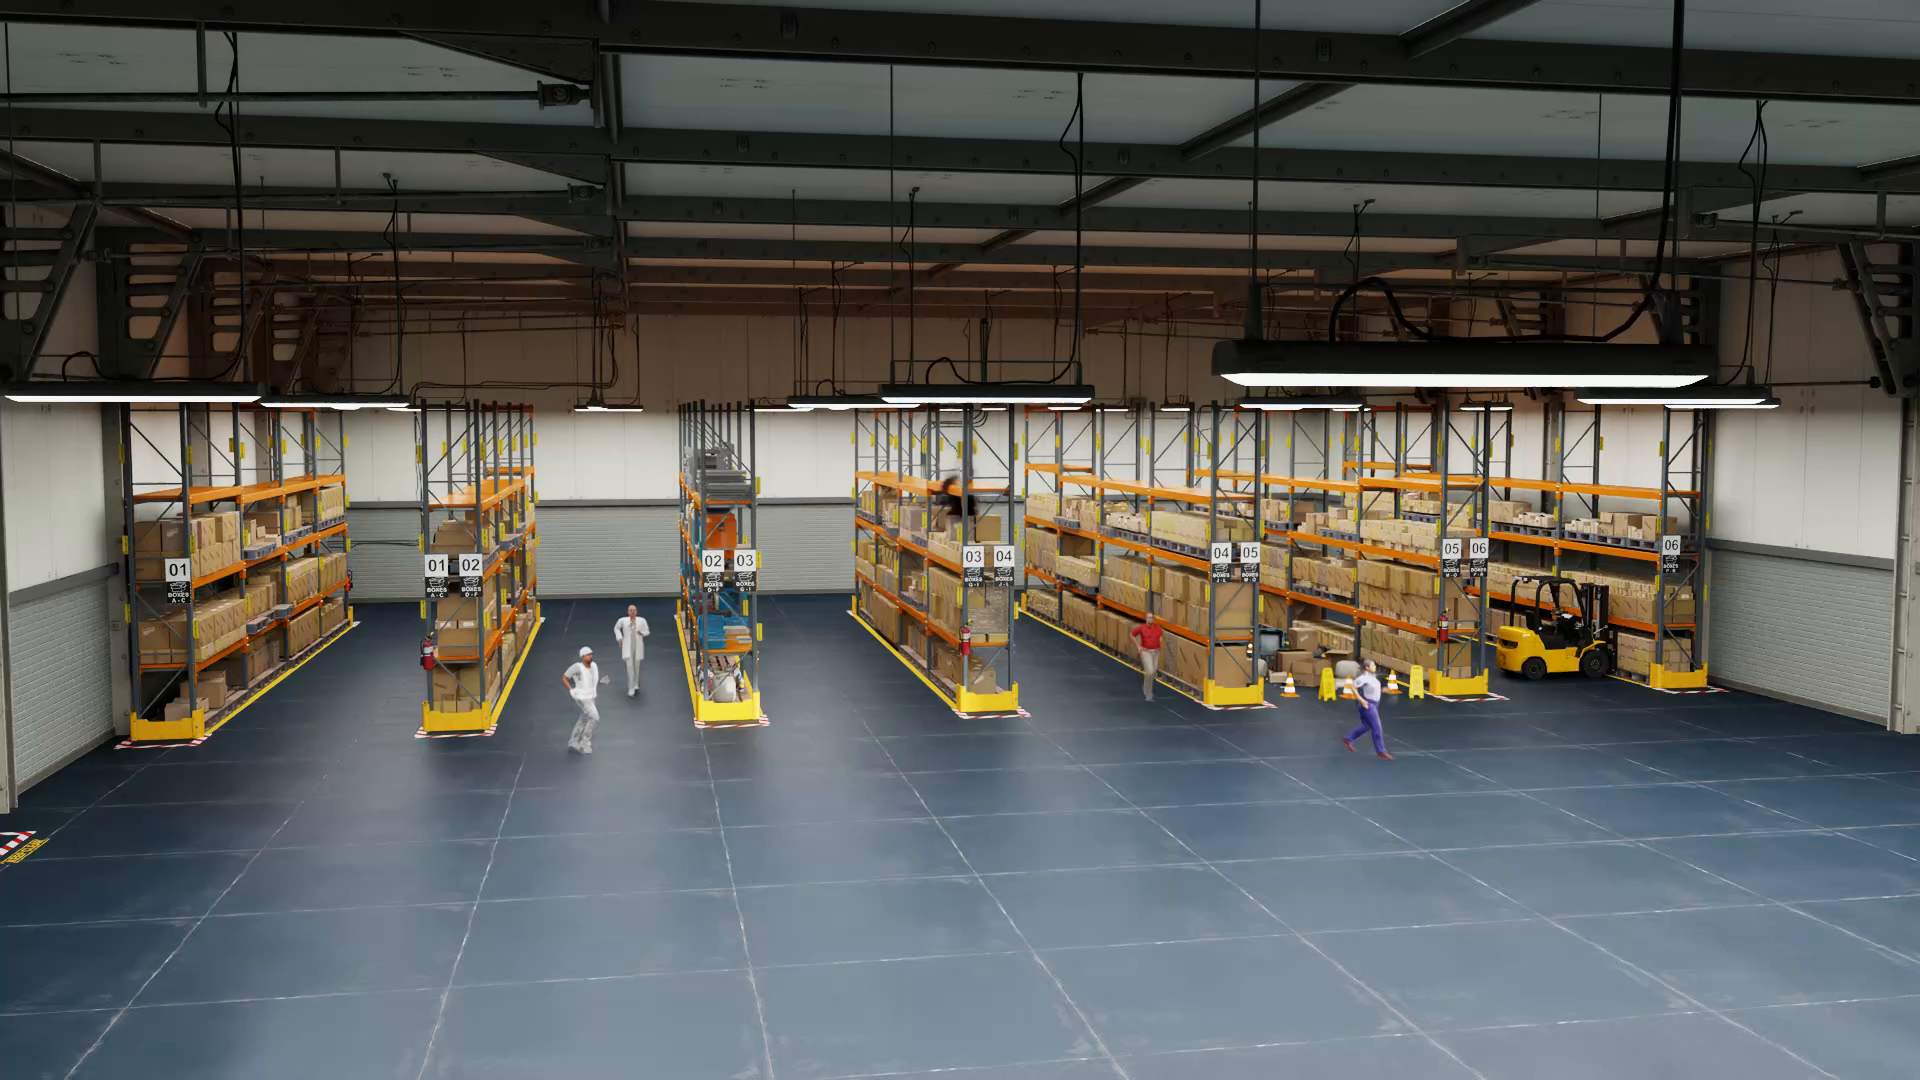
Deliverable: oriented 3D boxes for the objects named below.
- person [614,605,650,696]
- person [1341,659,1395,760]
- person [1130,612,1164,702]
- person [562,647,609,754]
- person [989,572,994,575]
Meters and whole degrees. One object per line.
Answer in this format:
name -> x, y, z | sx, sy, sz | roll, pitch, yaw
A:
person -> -6.732, 2.248, 34.208 | 0.694, 1.822, 0.876 | -1, 5, -18
person -> 6.802, 2.795, 27.661 | 0.921, 1.642, 0.603 | 2, 5, 26
person -> 3.821, 2.353, 33.411 | 0.638, 1.797, 0.727 | -2, 5, -26
person -> -6.323, 2.722, 28.227 | 0.743, 1.829, 0.645 | 2, 5, 20
person -> 0.652, 1.331, 48.066 | 0.594, 1.579, 0.566 | 2, 5, 29
